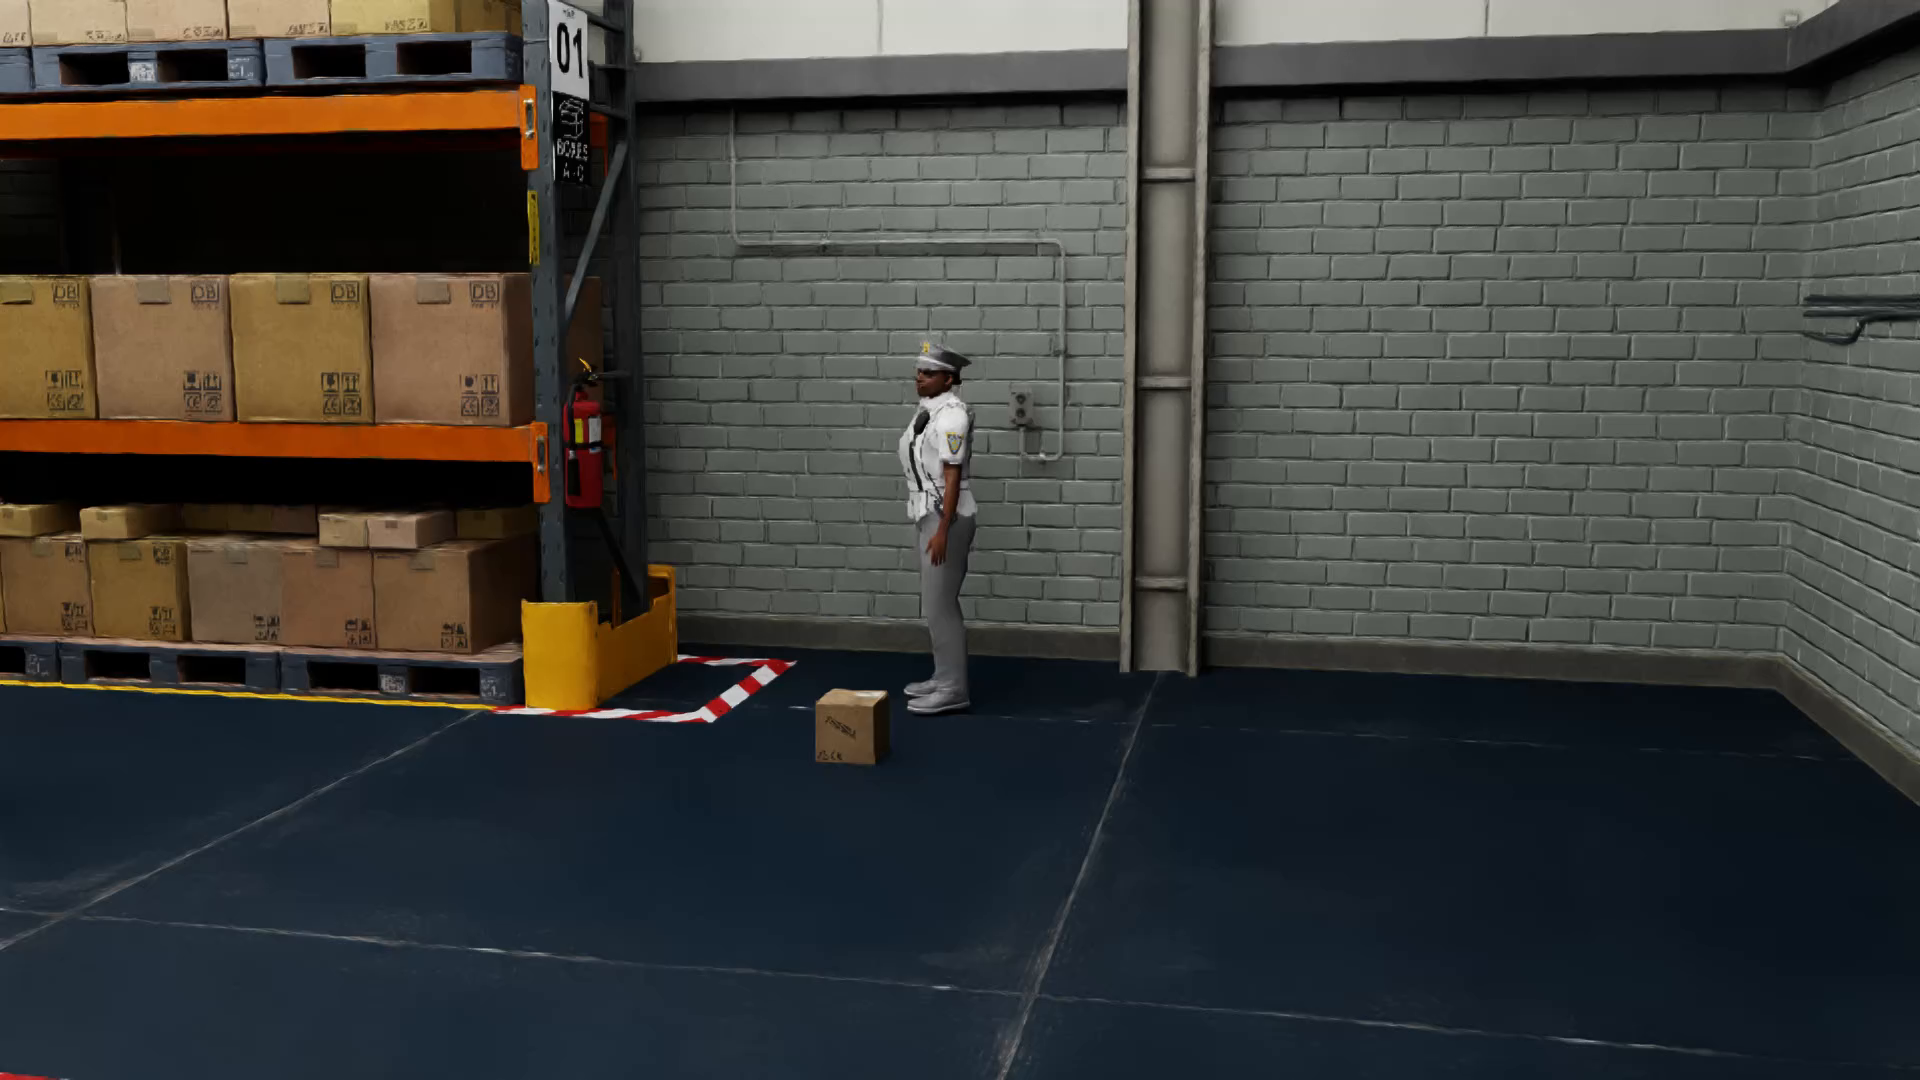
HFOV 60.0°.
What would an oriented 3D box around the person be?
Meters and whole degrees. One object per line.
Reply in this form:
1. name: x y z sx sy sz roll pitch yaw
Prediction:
1. person: -6.216 0.427 3.628 14.169 1.822 5.272 -2 8 -14
